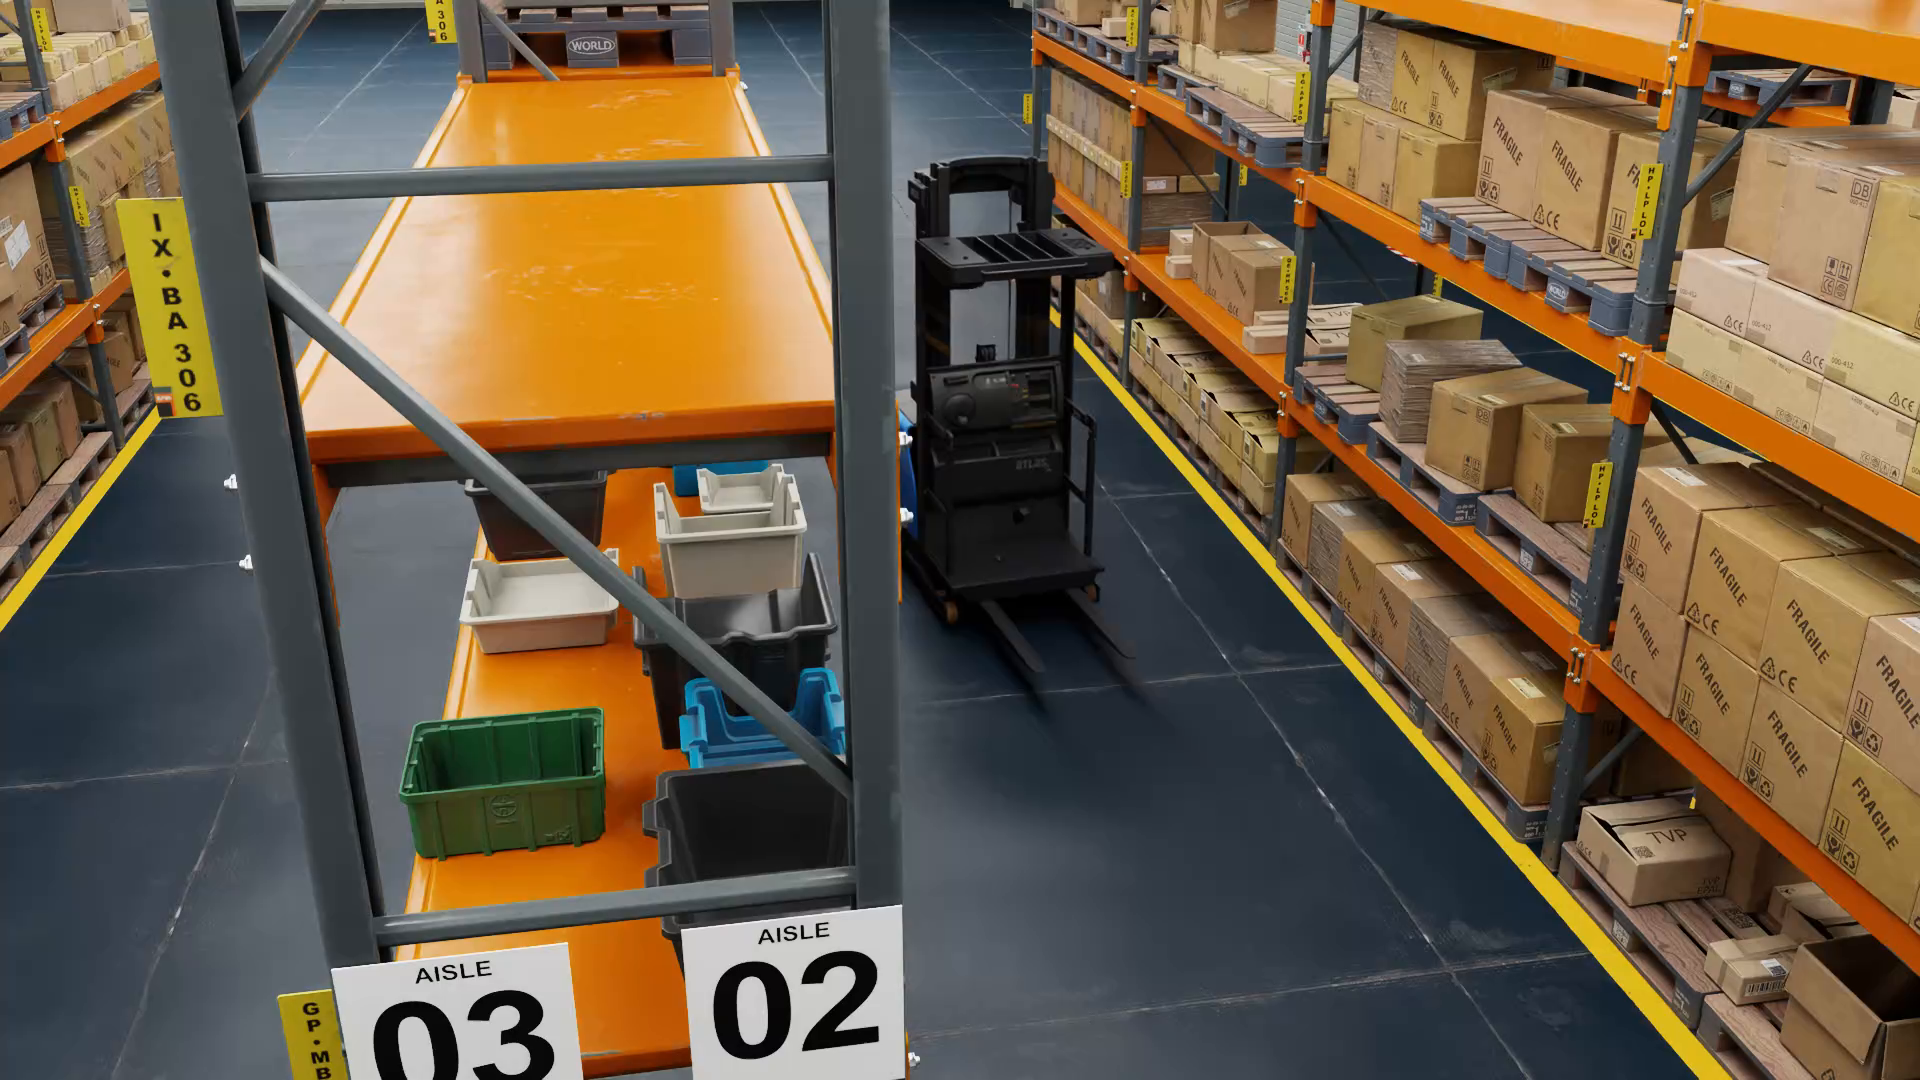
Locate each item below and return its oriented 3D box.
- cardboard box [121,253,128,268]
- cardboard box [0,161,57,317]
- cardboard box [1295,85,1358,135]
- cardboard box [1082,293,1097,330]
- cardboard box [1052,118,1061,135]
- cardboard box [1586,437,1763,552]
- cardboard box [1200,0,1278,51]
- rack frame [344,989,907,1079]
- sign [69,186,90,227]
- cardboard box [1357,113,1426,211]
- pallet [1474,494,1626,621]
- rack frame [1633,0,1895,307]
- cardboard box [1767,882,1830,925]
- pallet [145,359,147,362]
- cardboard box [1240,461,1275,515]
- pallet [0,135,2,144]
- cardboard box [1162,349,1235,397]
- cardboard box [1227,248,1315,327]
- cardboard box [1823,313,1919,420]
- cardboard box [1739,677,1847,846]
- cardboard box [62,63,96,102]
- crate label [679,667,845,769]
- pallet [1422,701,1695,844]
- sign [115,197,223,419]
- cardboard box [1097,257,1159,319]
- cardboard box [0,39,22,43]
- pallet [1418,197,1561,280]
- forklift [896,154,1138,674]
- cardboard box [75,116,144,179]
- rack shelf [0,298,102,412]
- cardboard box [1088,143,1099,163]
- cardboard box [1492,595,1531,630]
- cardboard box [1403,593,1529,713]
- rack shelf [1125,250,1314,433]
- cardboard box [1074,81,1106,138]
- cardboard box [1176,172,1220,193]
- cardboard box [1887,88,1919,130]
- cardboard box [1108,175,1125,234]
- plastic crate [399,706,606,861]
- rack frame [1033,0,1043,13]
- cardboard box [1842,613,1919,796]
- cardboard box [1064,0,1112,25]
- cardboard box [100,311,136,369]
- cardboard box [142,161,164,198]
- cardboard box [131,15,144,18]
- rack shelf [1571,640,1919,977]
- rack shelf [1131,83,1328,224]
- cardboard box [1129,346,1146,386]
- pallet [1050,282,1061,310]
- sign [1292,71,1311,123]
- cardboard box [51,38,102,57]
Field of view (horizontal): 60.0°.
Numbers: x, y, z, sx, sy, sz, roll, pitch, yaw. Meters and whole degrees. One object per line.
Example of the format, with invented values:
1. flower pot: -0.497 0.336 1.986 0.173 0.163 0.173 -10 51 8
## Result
1. cardboard box: -7.603 -2.519 14.827 0.380 0.149 0.250 -4 24 -10
2. cardboard box: -7.681 -2.278 12.685 1.000 1.000 1.000 -4 24 -9
3. cardboard box: 2.646 -2.964 11.446 0.500 0.250 0.500 -6 24 -14
4. cardboard box: 1.556 -2.356 17.051 0.500 0.250 0.500 -4 24 -10
5. cardboard box: 1.219 -4.507 18.130 0.380 0.149 0.250 -5 24 -11
6. cardboard box: 3.657 -0.159 8.460 0.700 0.500 0.500 -13 27 -27
7. cardboard box: 2.249 -4.239 13.429 0.500 0.500 0.500 -2 24 -5
8. rack frame: -0.604 2.220 3.661 1.000 3.000 0.127 -4 24 -10
9. sign: -7.146 -2.706 13.494 0.100 0.325 0.005 -4 24 -10
10. cardboard box: 2.994 -2.342 10.235 0.910 0.500 0.500 -4 24 -10
11. pallet: 3.485 0.047 8.876 1.003 0.211 1.213 -4 24 -10
12. rack frame: 3.525 -2.467 6.899 1.000 3.000 0.127 -4 24 -10
13. cardboard box: 4.038 1.733 7.789 0.380 0.149 0.250 -4 24 -10
14. pallet: -8.300 -2.077 16.983 1.003 0.211 1.213 -4 24 -10
15. cardboard box: 2.449 -0.413 12.601 0.500 0.250 0.500 -4 24 -8
16. pallet: -7.486 -2.763 11.559 1.213 0.211 1.003 -4 24 -10
17. cardboard box: 2.062 -1.472 14.326 0.500 0.311 0.500 -5 24 -11
18. cardboard box: 2.459 -1.996 13.190 0.500 0.500 0.500 -6 24 -13
19. cardboard box: 3.546 -0.649 6.047 0.500 0.250 0.500 -4 24 -10
20. cardboard box: 3.540 0.855 6.663 0.500 0.500 0.500 -4 24 -10
21. cardboard box: -7.625 -3.843 13.983 0.500 0.250 0.500 -5 24 -10
22. crate label: -0.457 0.527 3.976 0.408 0.251 0.502 -4 24 -10
23. pallet: 3.338 1.243 9.384 1.003 0.211 1.213 -4 24 -10
24. sign: -1.141 -0.334 2.417 0.100 0.325 0.005 -4 24 -10
25. cardboard box: 1.664 -2.505 16.453 0.500 0.500 0.500 -4 24 -10
26. cardboard box: -8.283 -4.246 14.409 0.380 0.149 0.250 -3 24 -7
27. pallet: 3.279 -1.676 9.069 1.213 0.211 1.003 -4 24 -10
28. forklift: 0.318 -0.950 11.005 1.130 2.935 3.031 -7 25 -16
29. cardboard box: -7.813 -3.558 15.146 0.500 0.500 0.500 -4 24 -10
30. rack shelf: -7.320 -1.017 11.972 1.077 0.370 4.000 -4 24 -10
31. cardboard box: 1.500 -3.903 16.745 0.380 0.149 0.250 -4 24 -8
32. cardboard box: 3.481 0.611 9.918 0.500 0.500 0.500 -4 24 -9
33. cardboard box: 2.977 0.661 9.806 0.500 0.500 0.500 -4 24 -9
34. rack shelf: 2.416 -1.748 13.647 1.077 0.370 4.000 -4 24 -10
35. cardboard box: 1.586 -4.468 17.230 0.700 0.500 0.500 -4 24 -10
36. cardboard box: 2.187 -3.328 15.429 0.380 0.149 0.250 -4 24 -10
37. cardboard box: 7.255 -3.266 12.561 0.500 0.311 0.500 -4 24 -10
38. cardboard box: 1.854 -3.292 16.157 0.700 0.500 0.500 -5 24 -10
39. plastic crate: -1.067 0.576 3.943 0.450 0.188 0.336 -4 24 -10
40. rack frame: 1.306 -7.187 17.706 1.000 3.000 0.127 -4 24 -10
41. cardboard box: 3.623 0.592 6.015 0.500 0.500 0.500 -4 24 -8
42. cardboard box: 1.345 -5.442 16.632 0.500 0.500 0.500 -4 24 -10
43. cardboard box: -8.030 -1.803 15.472 0.500 0.500 0.500 -6 24 -14
44. cardboard box: -8.095 -3.283 15.764 0.875 0.500 0.500 -4 24 -10
45. cardboard box: -8.139 -4.998 16.130 0.380 0.149 0.250 -5 24 -11
46. rack shelf: 3.895 1.398 6.442 1.077 0.370 4.000 -4 24 -10
47. rack shelf: 2.416 -3.123 13.047 1.077 0.370 4.000 -4 24 -10
48. cardboard box: 1.877 -1.620 15.365 0.500 0.250 0.500 -5 24 -11
49. pallet: 1.489 -2.863 18.783 1.003 0.211 1.213 -4 24 -10
50. sign: 2.239 -2.901 10.895 0.100 0.325 0.005 -4 24 -10
51. cardboard box: -7.726 -4.283 14.492 0.380 0.149 0.250 -5 24 -11
